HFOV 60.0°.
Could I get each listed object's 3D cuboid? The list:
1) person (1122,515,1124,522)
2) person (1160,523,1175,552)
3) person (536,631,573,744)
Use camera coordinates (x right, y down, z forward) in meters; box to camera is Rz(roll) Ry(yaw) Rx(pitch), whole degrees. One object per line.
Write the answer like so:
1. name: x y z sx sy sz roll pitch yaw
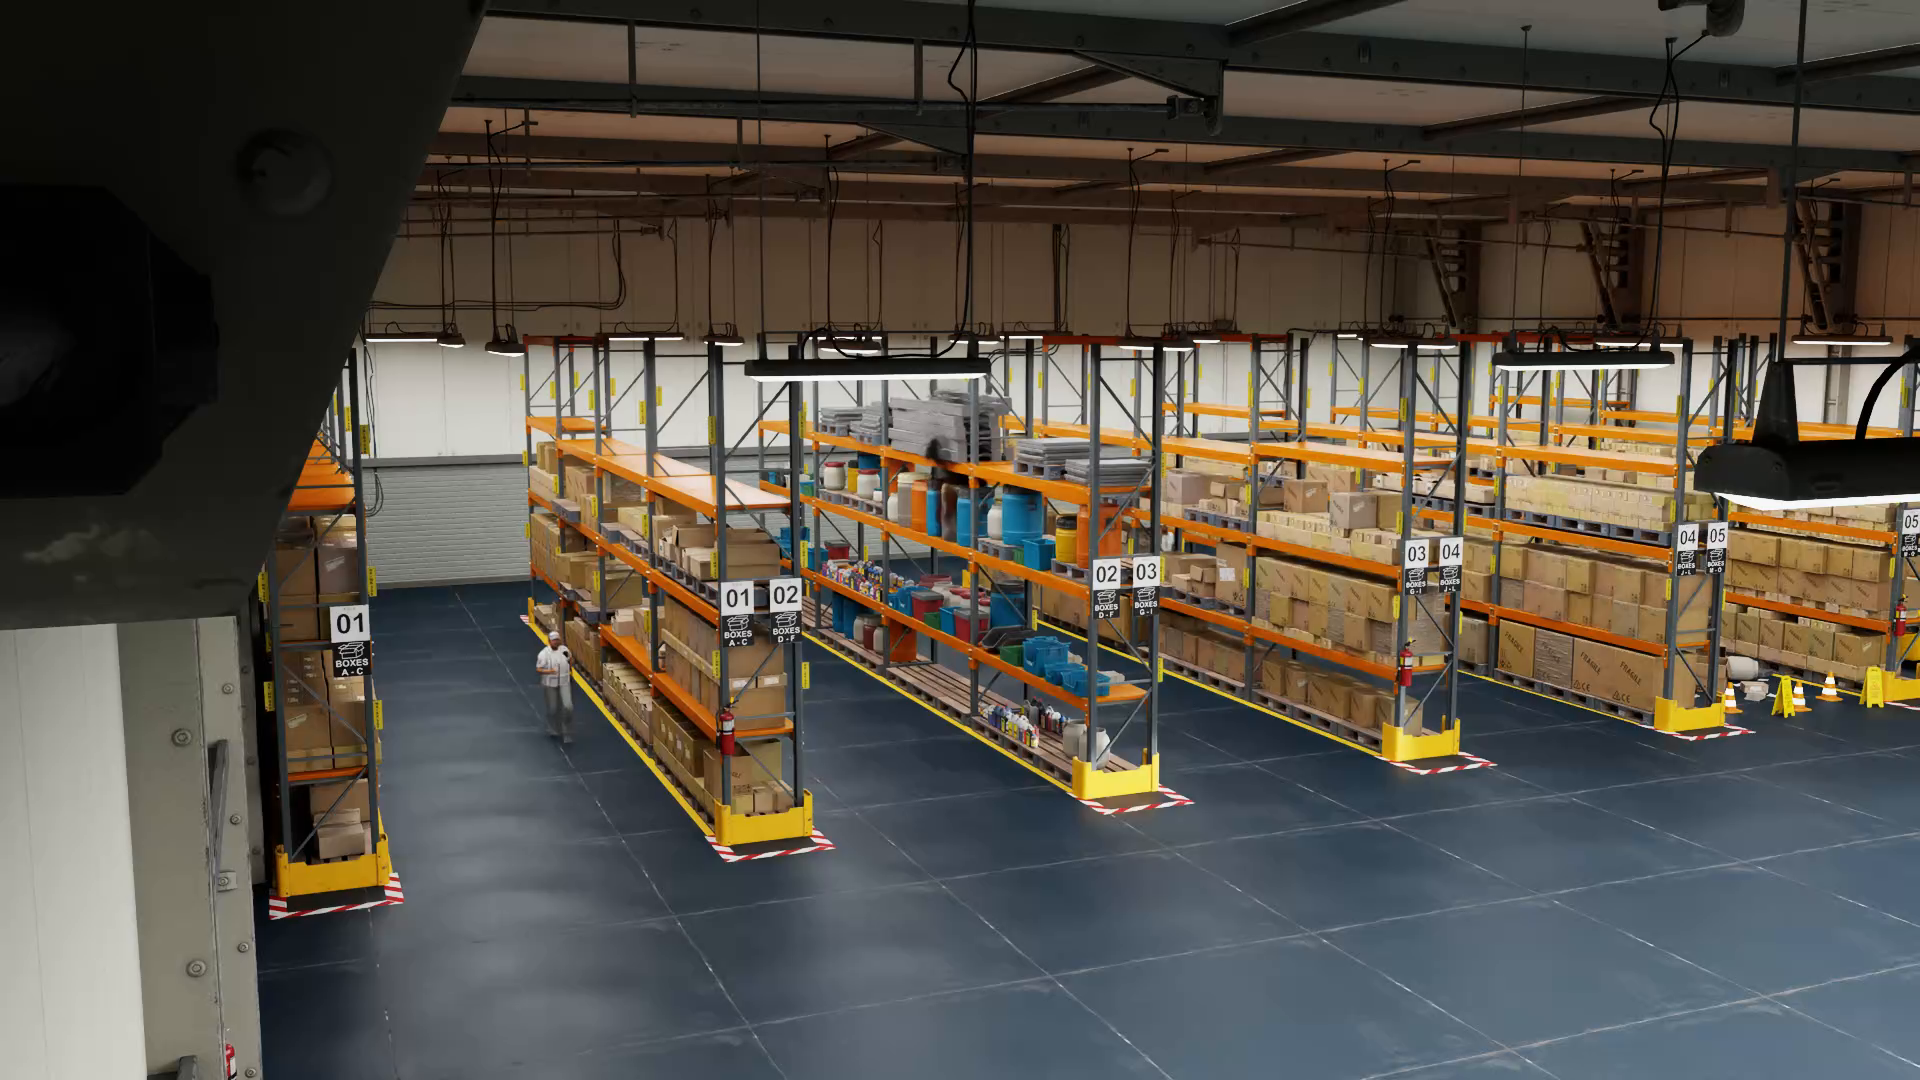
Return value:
1. person: 3.788 0.153 40.181 0.698 1.732 0.840 3 8 19
2. person: 4.580 0.458 37.507 0.665 1.841 0.799 -3 8 -24
3. person: -6.061 2.212 24.969 0.583 1.725 0.746 -3 8 -23
